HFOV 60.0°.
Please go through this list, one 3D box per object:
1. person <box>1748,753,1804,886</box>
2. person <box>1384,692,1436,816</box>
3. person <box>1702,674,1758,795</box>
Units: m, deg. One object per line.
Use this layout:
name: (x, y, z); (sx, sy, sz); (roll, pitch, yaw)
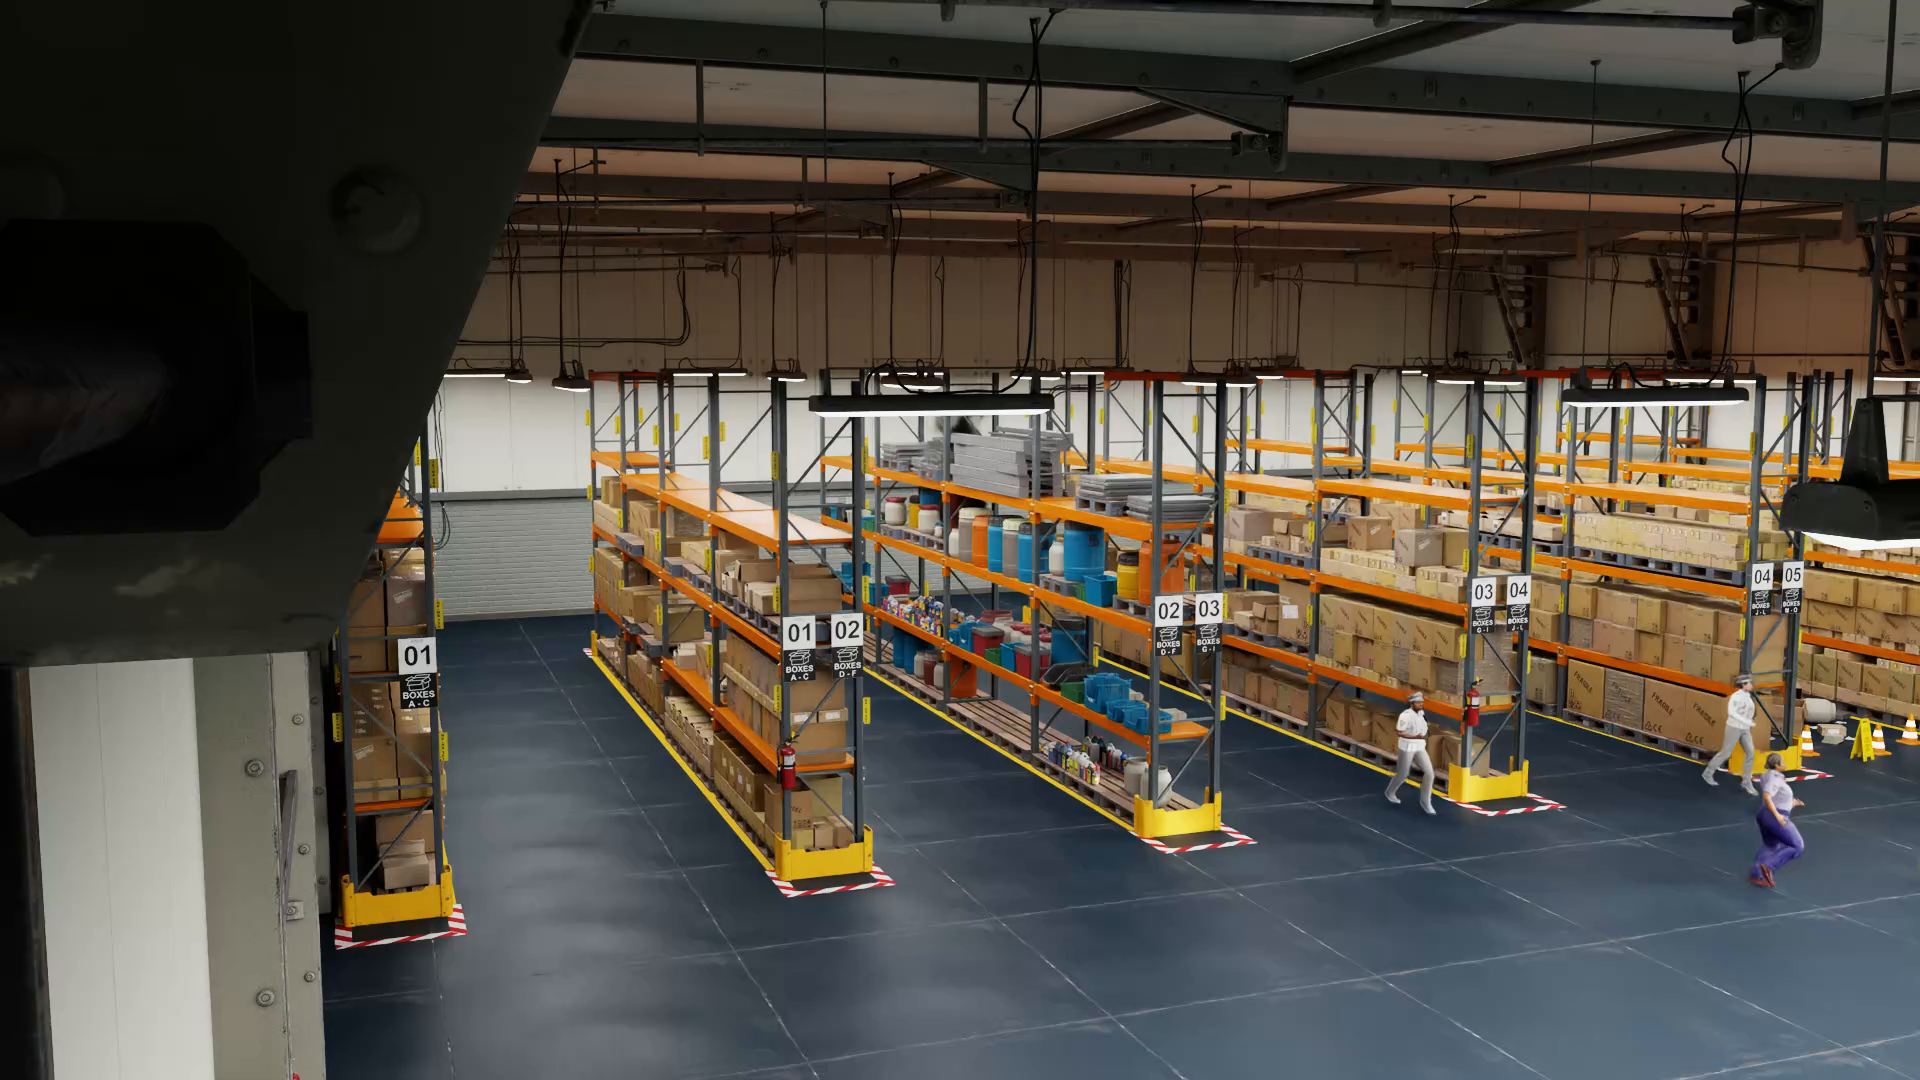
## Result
person: (9.725, 3.337, 19.763); (0.583, 1.588, 0.592); (1, 6, 5)
person: (6.248, 2.932, 23.121); (0.590, 1.731, 0.814); (-3, 7, -26)
person: (11.358, 2.794, 24.271); (0.689, 1.716, 0.775); (-5, 8, -40)
